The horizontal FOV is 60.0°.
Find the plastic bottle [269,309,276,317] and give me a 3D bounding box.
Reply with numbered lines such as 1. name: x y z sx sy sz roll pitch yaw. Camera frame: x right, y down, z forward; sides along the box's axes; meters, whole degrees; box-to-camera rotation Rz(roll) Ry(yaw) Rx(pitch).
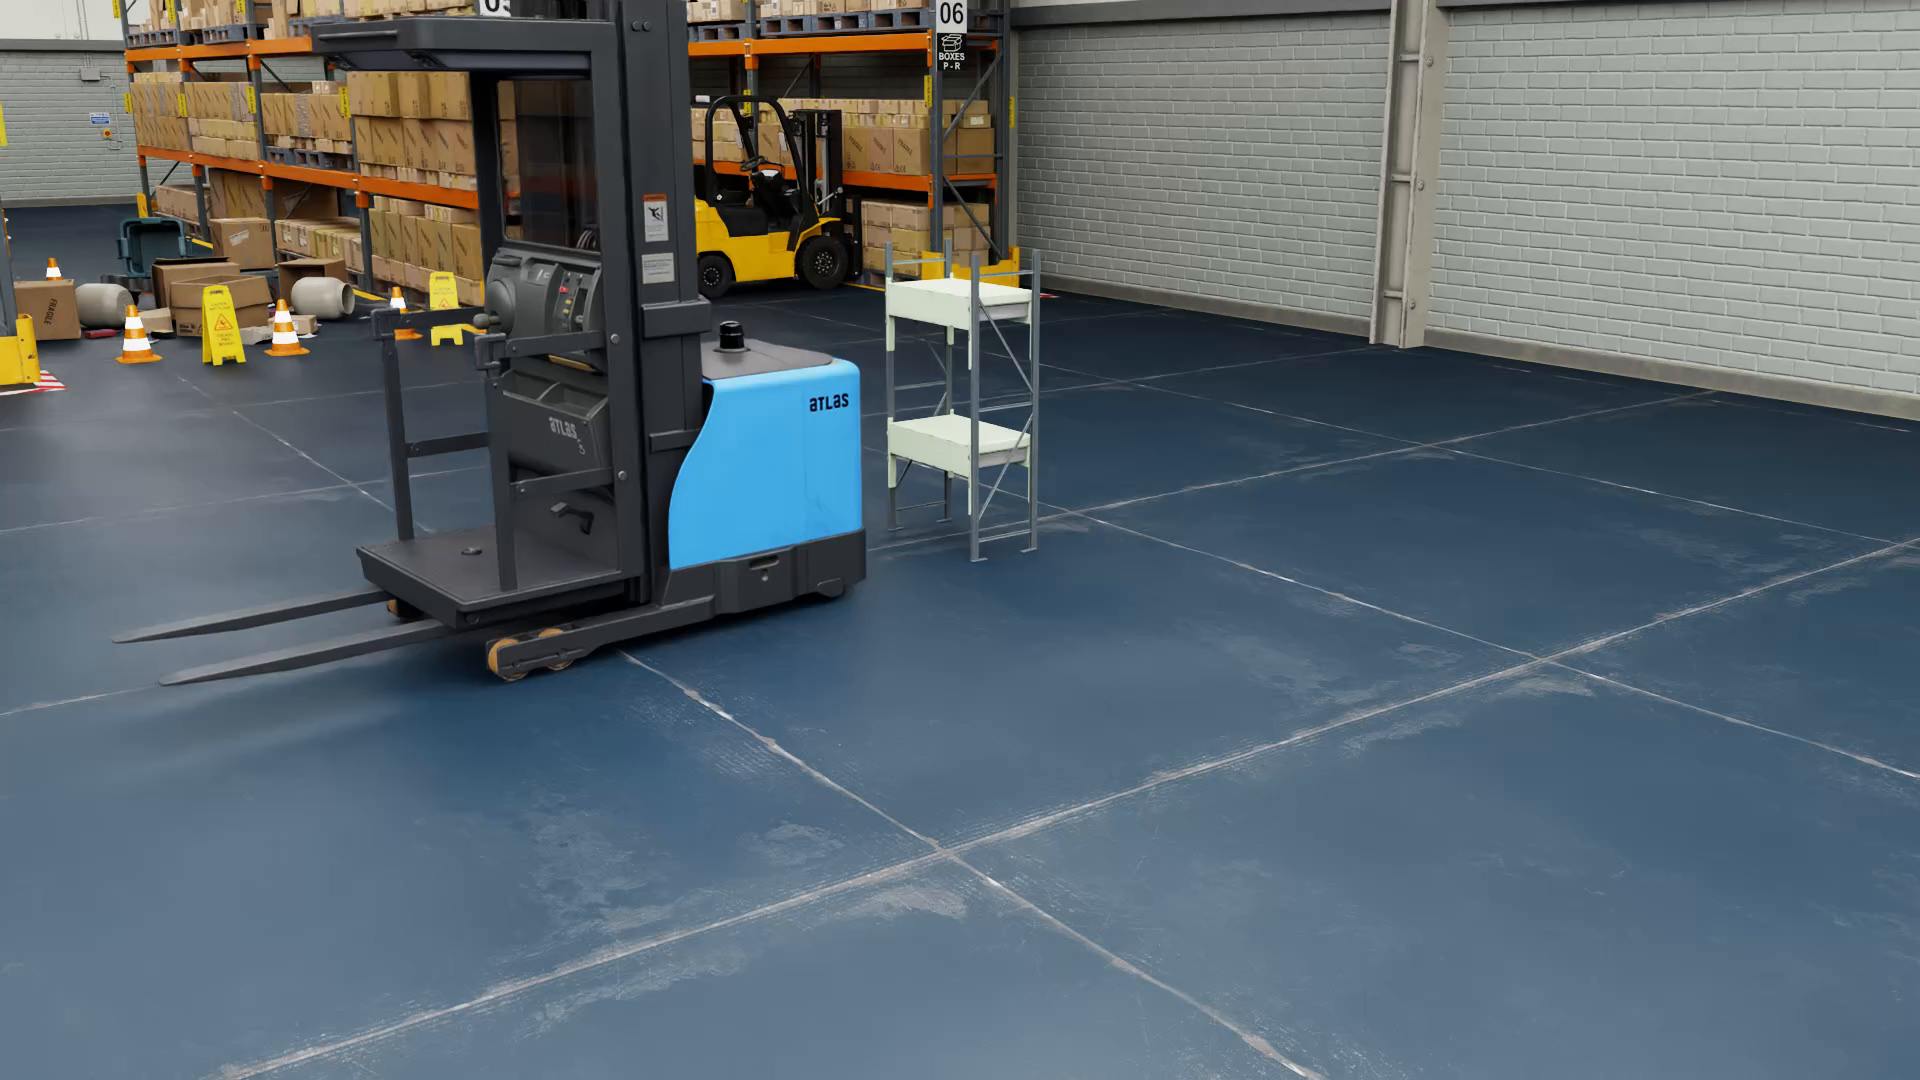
1. plastic bottle: -7.013 -2.312 16.906 0.133 0.061 0.283 -7 17 -25

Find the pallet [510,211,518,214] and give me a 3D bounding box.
1. pallet: -7.349 -5.577 28.553 1.003 0.211 1.213 -11 19 -35

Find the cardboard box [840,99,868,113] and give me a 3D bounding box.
1. cardboard box: -1.178 -5.088 19.501 0.380 0.149 0.250 -11 19 -34

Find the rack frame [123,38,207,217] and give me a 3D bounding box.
1. rack frame: -13.310 -6.858 27.951 1.000 3.000 0.127 -11 19 -35

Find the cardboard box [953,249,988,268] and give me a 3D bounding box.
1. cardboard box: -0.020 -3.224 19.087 0.500 0.250 0.500 -11 19 -34

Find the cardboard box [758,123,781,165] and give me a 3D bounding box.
1. cardboard box: -2.192 -4.980 20.899 0.500 0.500 0.500 -12 19 -36

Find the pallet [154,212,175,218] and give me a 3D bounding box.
1. pallet: -12.777 -5.354 27.740 1.003 0.211 1.213 -11 19 -35

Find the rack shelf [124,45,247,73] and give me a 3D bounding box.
1. rack shelf: -12.134 -7.531 26.090 1.077 0.370 4.000 -11 19 -35

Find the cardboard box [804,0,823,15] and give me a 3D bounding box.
1. cardboard box: -1.615 -6.336 19.630 0.396 0.266 0.258 -11 19 -36

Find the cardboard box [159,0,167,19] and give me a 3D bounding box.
1. cardboard box: -11.777 -8.034 25.386 0.797 0.503 0.637 -9 18 -30

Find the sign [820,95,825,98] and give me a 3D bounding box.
1. sign: -1.794 -5.609 21.598 0.100 0.325 0.005 -11 19 -35

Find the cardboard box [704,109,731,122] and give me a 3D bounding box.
1. cardboard box: -3.152 -5.615 21.990 0.380 0.149 0.250 -12 19 -36

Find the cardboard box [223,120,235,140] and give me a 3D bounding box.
1. cardboard box: -9.719 -5.598 22.683 0.500 0.250 0.500 -11 19 -36

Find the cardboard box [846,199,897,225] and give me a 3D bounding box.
1. cardboard box: -1.023 -3.836 19.427 0.500 0.250 0.500 -11 19 -34

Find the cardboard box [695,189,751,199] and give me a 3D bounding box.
1. cardboard box: -3.451 -4.561 23.261 0.875 0.625 0.625 -12 19 -37

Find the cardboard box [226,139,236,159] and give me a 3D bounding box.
1. cardboard box: -9.710 -5.362 22.768 0.500 0.250 0.500 -11 19 -35

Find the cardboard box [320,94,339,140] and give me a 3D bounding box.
1. cardboard box: -7.004 -4.859 19.097 0.500 0.500 0.500 -11 19 -34

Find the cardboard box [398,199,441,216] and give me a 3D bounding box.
1. cardboard box: -5.637 -3.476 17.358 0.380 0.149 0.250 -10 18 -31

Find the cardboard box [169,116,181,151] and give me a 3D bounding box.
1. cardboard box: -11.745 -6.220 25.432 0.500 0.500 0.500 -11 19 -36

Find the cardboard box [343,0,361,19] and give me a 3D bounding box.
1. cardboard box: -6.217 -5.677 17.675 0.500 0.250 0.500 -11 19 -36

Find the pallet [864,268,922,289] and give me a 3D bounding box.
1. pallet: -0.373 -3.025 19.227 1.003 0.211 1.213 -11 19 -35

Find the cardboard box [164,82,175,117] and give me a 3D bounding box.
1. cardboard box: -11.751 -6.702 25.297 0.500 0.500 0.500 -11 19 -35

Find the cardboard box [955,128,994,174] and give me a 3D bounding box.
1. cardboard box: 0.044 -4.410 18.817 0.500 0.500 0.500 -10 18 -33

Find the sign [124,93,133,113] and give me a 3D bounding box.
1. sign: -13.763 -7.229 27.516 0.100 0.325 0.005 -11 19 -35

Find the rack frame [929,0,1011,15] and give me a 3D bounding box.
1. rack frame: 0.110 -7.106 17.494 1.000 3.000 0.127 -11 19 -35

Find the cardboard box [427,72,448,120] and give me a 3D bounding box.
1. cardboard box: -4.671 -4.300 15.957 0.700 0.500 0.500 -11 19 -34

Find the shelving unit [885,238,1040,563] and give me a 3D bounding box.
1. shelving unit: 0.004 -0.722 8.373 0.431 1.500 0.755 -11 19 -35

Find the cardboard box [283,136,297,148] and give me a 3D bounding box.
1. cardboard box: -8.158 -4.940 20.623 0.380 0.149 0.250 -11 19 -34

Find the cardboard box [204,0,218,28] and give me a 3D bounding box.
1. cardboard box: -9.877 -7.179 22.455 0.500 0.500 0.500 -11 19 -34

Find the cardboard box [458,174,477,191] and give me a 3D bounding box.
1. cardboard box: -4.534 -3.404 15.806 0.380 0.149 0.250 -11 19 -35

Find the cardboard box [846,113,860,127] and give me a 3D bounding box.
1. cardboard box: -1.094 -4.874 19.286 0.380 0.149 0.250 -11 19 -34

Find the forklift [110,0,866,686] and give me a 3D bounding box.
1. forklift: -1.882 -1.014 6.730 3.031 2.935 1.130 -13 20 -39

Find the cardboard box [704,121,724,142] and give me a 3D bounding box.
1. cardboard box: -3.046 -5.410 21.996 0.500 0.250 0.500 -11 19 -36

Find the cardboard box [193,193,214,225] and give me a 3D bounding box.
1. cardboard box: -11.241 -5.121 25.664 0.875 0.438 0.875 -11 19 -35

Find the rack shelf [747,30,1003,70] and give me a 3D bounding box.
1. rack shelf: -1.066 -5.740 19.545 1.077 0.370 4.000 -11 19 -35

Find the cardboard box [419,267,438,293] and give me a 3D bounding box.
1. cardboard box: -5.206 -2.671 17.067 0.500 0.250 0.500 -12 19 -37

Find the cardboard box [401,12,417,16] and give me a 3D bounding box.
1. cardboard box: -5.278 -5.121 16.398 0.380 0.149 0.250 -11 19 -35

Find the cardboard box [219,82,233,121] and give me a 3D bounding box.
1. cardboard box: -9.717 -5.965 22.606 0.500 0.500 0.500 -11 19 -34

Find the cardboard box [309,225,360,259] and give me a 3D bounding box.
1. cardboard box: -7.401 -3.644 20.388 0.950 0.372 0.625 -10 18 -33

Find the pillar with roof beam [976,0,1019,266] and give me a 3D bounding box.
1. pillar with roof beam: -3.052 -6.727 16.107 9.100 9.000 0.400 -11 19 -35

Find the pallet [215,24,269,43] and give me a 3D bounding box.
1. pallet: -9.028 -6.635 21.811 1.213 0.211 1.003 -10 18 -32

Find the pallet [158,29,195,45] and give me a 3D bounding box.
1. pallet: -11.431 -7.584 25.090 1.003 0.211 1.213 -11 19 -35

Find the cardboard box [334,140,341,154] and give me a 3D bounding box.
1. cardboard box: -6.921 -4.503 19.027 0.380 0.149 0.250 -12 19 -36

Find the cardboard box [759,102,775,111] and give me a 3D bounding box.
1. cardboard box: -2.294 -5.457 20.852 0.380 0.149 0.250 -10 18 -33

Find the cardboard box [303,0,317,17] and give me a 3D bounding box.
1. cardboard box: -7.308 -6.193 19.327 0.500 0.250 0.500 -11 19 -34

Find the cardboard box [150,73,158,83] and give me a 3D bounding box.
1. cardboard box: -12.448 -7.245 26.052 0.380 0.149 0.250 -11 19 -36

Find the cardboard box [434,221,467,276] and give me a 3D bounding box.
1. cardboard box: -4.894 -2.921 16.559 0.500 0.500 0.500 -10 18 -33

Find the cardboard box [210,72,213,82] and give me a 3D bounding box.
1. cardboard box: -11.282 -7.055 25.359 0.380 0.149 0.250 -11 19 -35

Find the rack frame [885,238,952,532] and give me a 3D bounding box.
1. rack frame: -0.211 -0.800 8.658 0.400 1.500 0.023 -11 19 -35

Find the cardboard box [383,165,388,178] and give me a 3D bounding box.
1. cardboard box: -5.957 -3.959 17.837 0.380 0.149 0.250 -11 19 -35

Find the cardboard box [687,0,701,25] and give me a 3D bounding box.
1. cardboard box: -3.766 -7.257 22.552 0.500 0.500 0.500 -10 18 -33

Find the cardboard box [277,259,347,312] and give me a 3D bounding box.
1. cardboard box: -6.725 -2.651 17.311 0.500 0.500 0.500 1 15 4

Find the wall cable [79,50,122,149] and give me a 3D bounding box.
1. wall cable: -16.645 -8.564 32.199 0.585 1.953 0.123 -11 19 -35

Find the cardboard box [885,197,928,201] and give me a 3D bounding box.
1. cardboard box: -0.601 -3.918 19.728 0.500 0.250 0.500 -11 19 -35

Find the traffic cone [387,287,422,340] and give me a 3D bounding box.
1. traffic cone: -5.199 -2.109 15.407 0.336 0.463 0.334 -11 19 -35

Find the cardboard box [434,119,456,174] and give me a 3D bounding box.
1. cardboard box: -4.735 -3.814 16.076 0.500 0.500 0.500 -11 19 -34
